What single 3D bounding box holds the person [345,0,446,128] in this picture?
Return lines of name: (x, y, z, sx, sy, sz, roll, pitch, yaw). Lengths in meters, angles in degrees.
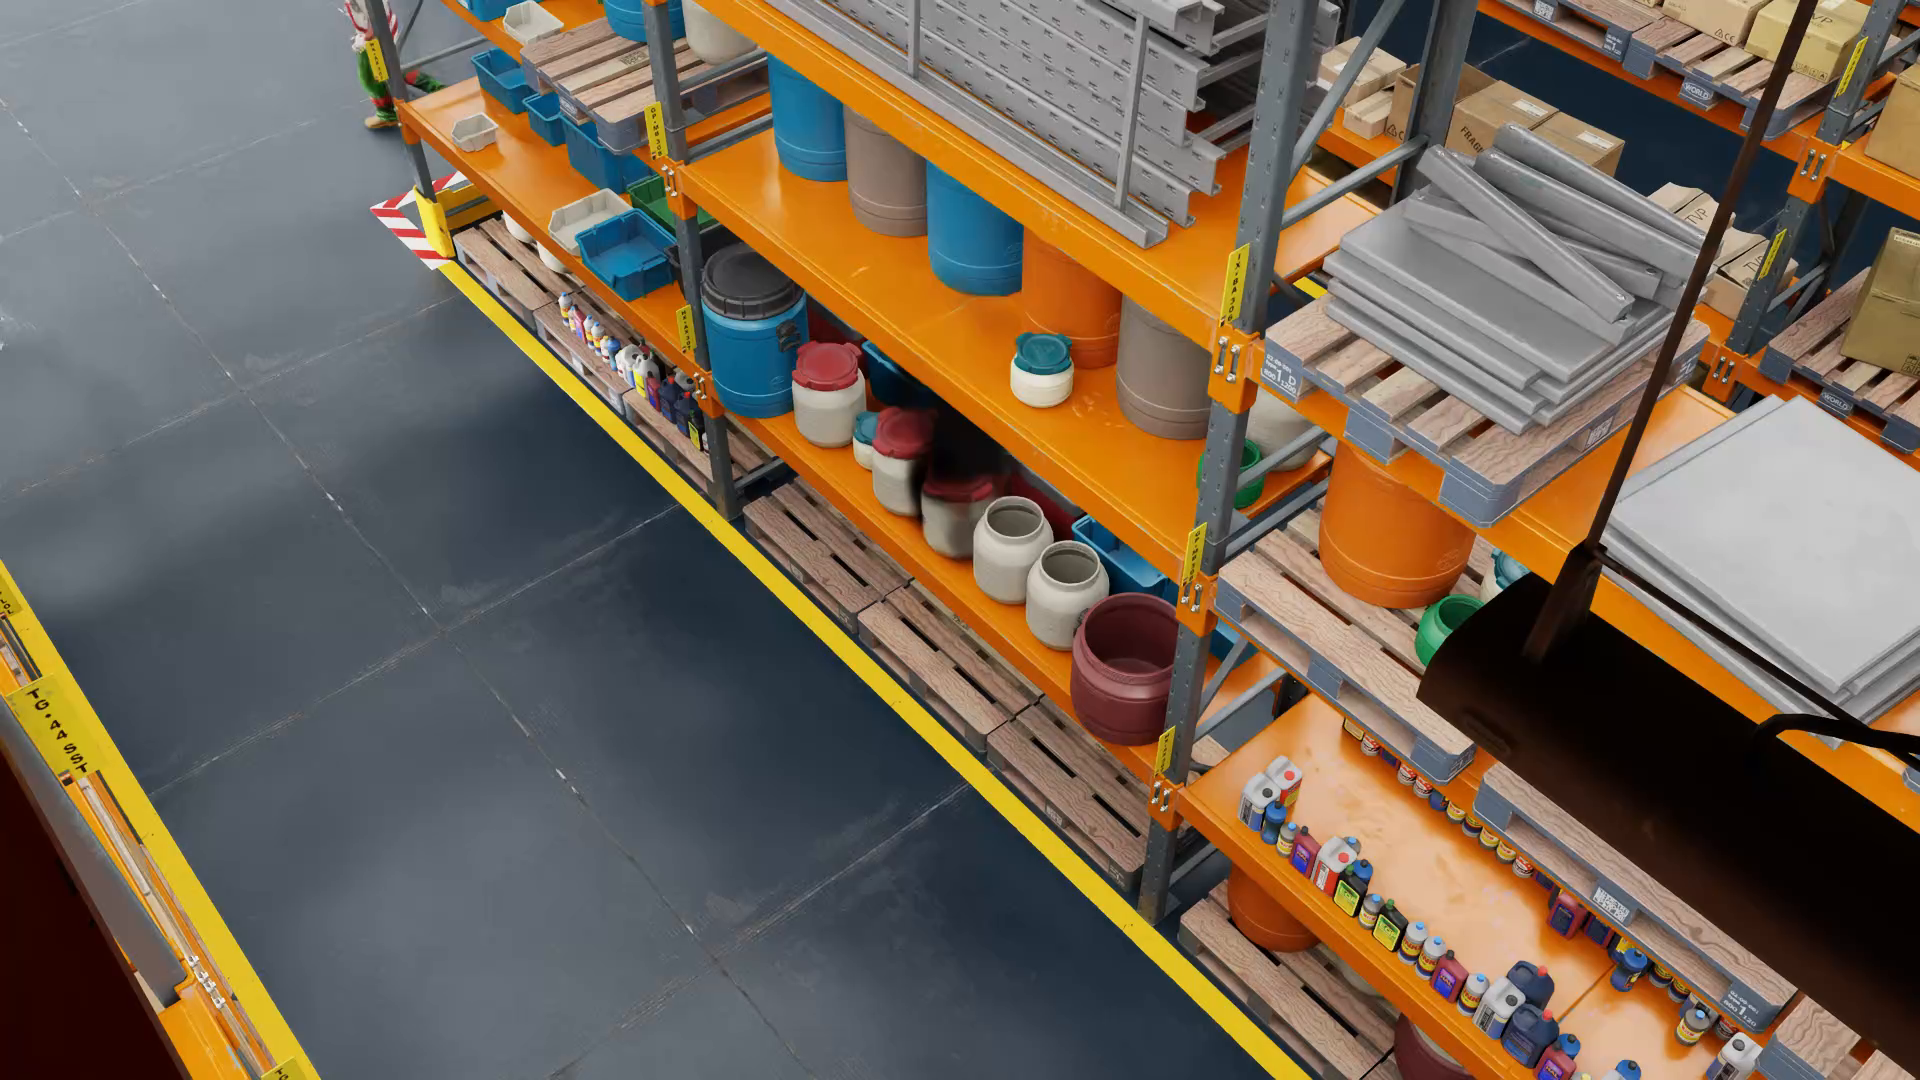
person: (-4.763, -4.124, 13.694, 0.777, 1.775, 0.689, -1, 46, -1)
